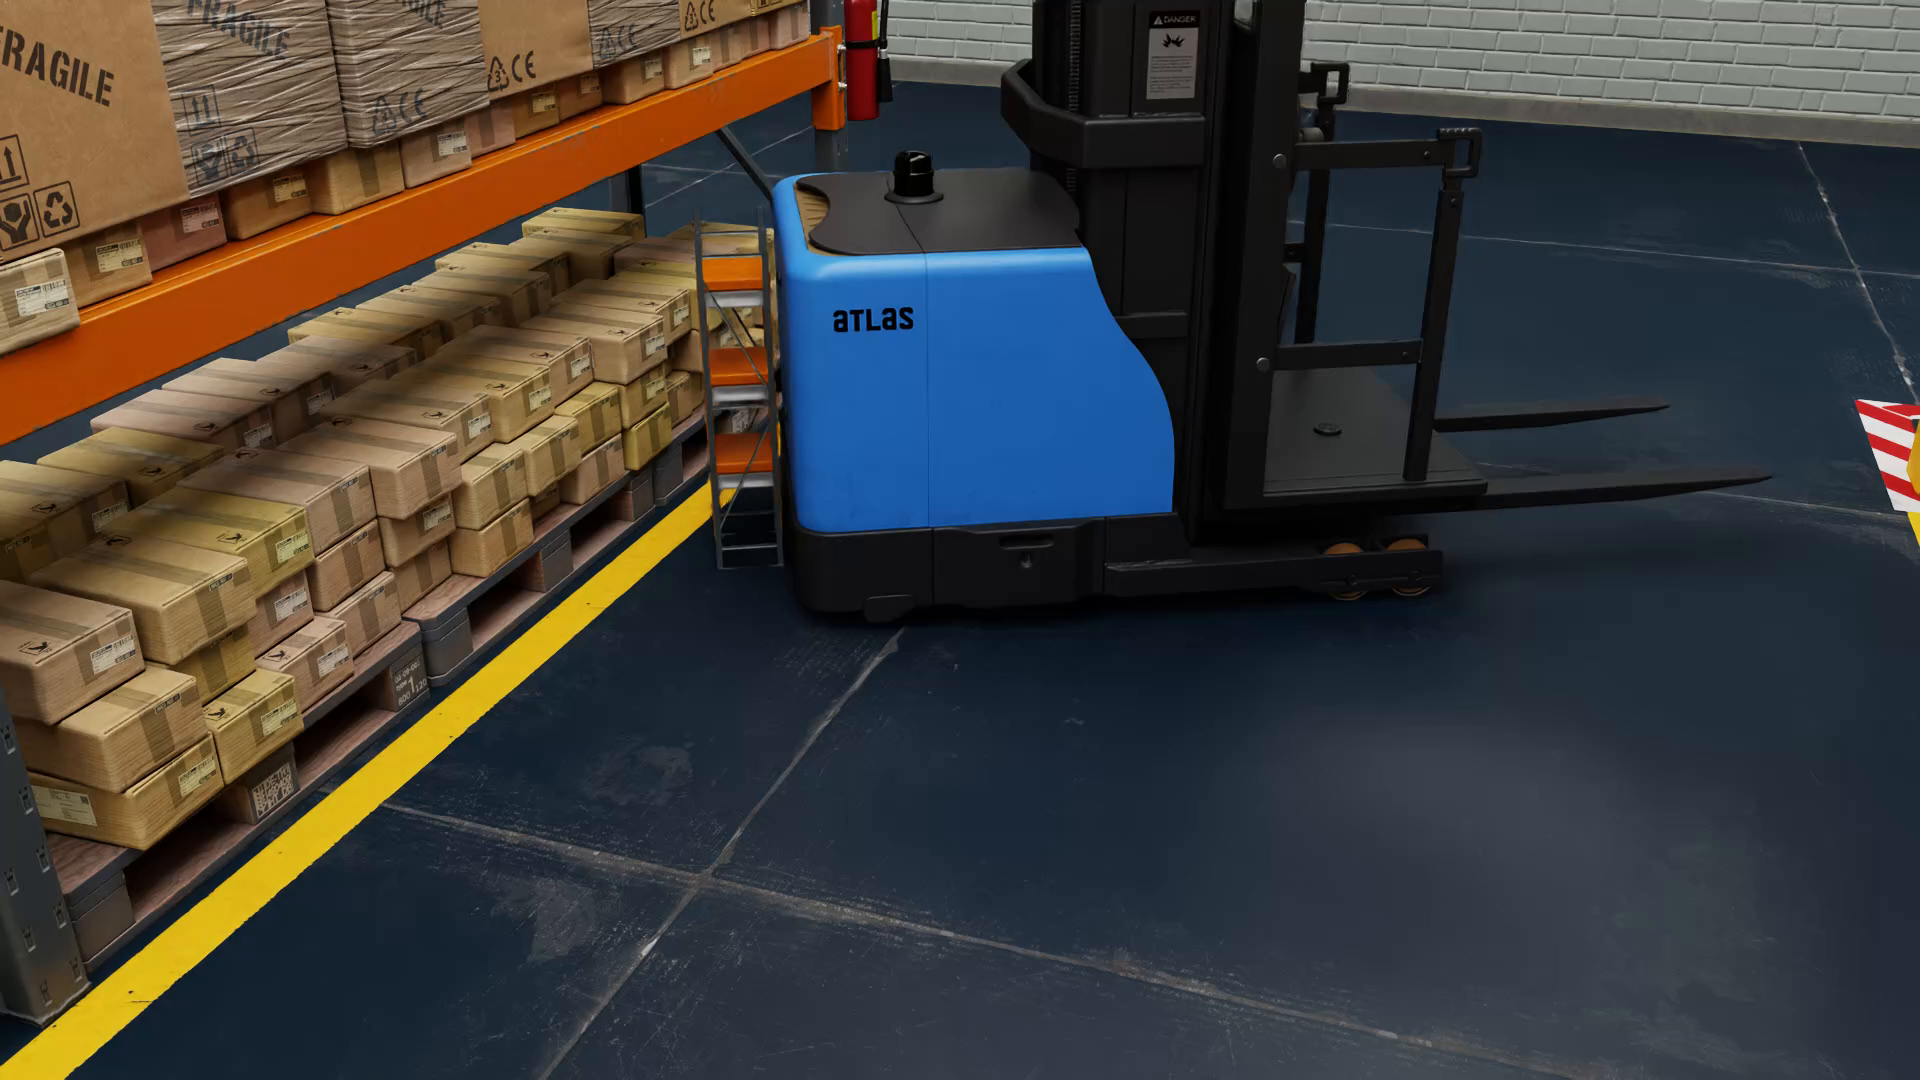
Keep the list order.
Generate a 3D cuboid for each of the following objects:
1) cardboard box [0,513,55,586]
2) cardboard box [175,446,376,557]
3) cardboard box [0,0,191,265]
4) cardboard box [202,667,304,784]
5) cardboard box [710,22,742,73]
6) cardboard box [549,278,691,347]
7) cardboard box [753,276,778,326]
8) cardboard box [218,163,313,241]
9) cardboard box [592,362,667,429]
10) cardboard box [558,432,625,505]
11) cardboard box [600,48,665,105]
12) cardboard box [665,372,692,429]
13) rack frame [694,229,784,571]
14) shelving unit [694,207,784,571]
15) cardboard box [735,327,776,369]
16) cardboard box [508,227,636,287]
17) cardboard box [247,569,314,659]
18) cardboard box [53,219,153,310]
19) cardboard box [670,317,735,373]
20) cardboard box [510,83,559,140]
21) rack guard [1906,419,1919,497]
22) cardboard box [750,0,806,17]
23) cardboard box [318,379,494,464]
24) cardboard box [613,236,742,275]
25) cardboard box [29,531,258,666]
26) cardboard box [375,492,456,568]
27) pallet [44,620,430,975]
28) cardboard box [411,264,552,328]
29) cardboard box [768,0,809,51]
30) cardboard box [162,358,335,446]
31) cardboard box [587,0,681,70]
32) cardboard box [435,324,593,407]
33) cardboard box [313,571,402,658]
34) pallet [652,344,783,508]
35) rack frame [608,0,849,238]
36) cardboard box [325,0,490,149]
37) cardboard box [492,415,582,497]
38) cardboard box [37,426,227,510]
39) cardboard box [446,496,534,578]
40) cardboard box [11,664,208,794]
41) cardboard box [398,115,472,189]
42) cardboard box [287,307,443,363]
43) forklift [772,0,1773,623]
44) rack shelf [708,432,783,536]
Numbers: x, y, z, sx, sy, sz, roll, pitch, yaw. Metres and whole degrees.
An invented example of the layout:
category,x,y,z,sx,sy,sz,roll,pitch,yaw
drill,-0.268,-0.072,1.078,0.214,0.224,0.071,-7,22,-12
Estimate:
category,x,y,z,sx,sy,sz,roll,pitch,yaw
cardboard box,-2.330,0.044,3.823,0.380,0.149,0.250,9,27,18
cardboard box,-1.690,-0.099,4.119,0.380,0.149,0.250,8,27,16
cardboard box,-1.848,-0.833,3.073,0.500,0.500,0.500,8,27,16
cardboard box,-1.737,0.394,3.783,0.380,0.149,0.250,10,27,19
cardboard box,-0.948,-1.641,5.486,0.380,0.149,0.250,8,27,17
cardboard box,-1.106,-0.733,5.430,0.380,0.149,0.250,8,27,15
cardboard box,-0.826,-0.913,6.141,0.380,0.149,0.250,8,27,16
cardboard box,-1.696,-0.788,3.724,0.380,0.149,0.250,8,27,15
cardboard box,-1.157,-0.484,5.256,0.380,0.149,0.250,9,27,18
cardboard box,-1.262,-0.247,5.108,0.380,0.149,0.250,9,27,18
cardboard box,-1.127,-1.429,5.047,0.380,0.149,0.250,8,27,15
cardboard box,-1.127,-0.471,5.569,0.380,0.149,0.250,9,27,18
rack frame,-0.638,-0.387,4.844,0.200,1.050,0.008,-4,26,-7
shelving unit,-0.656,-0.439,4.953,0.215,1.050,0.252,-4,26,-7
cardboard box,-0.888,-0.670,5.981,0.380,0.149,0.250,10,27,19
cardboard box,-1.392,-1.008,5.997,0.380,0.149,0.250,9,27,18
cardboard box,-1.781,0.148,3.950,0.380,0.149,0.250,9,27,17
cardboard box,-1.831,-0.560,3.253,0.380,0.149,0.250,10,27,19
cardboard box,-0.997,-0.699,5.699,0.380,0.149,0.250,8,27,15
cardboard box,-1.346,-1.215,4.606,0.380,0.149,0.250,9,27,18
rack guard,3.790,-0.340,5.378,1.175,0.500,0.348,9,27,17
cardboard box,-0.826,-2.088,5.664,0.500,0.500,0.500,9,27,18
cardboard box,-1.515,-0.315,4.566,0.380,0.149,0.250,8,27,15
cardboard box,-0.994,-0.956,5.888,0.380,0.149,0.250,9,27,18
cardboard box,-1.793,0.123,3.661,0.380,0.149,0.250,10,28,20
cardboard box,-1.575,-0.072,4.405,0.380,0.149,0.250,10,28,20
pallet,-2.060,0.487,4.003,1.003,0.211,1.213,9,27,17
cardboard box,-1.601,-0.809,5.586,0.380,0.149,0.250,7,27,15
cardboard box,-0.761,-1.843,5.903,0.380,0.149,0.250,9,27,18
cardboard box,-2.013,-0.392,4.724,0.380,0.149,0.250,8,27,16
cardboard box,-1.162,-1.667,4.796,0.500,0.500,0.500,9,27,18
cardboard box,-1.336,-0.523,4.994,0.380,0.149,0.250,8,27,16
cardboard box,-1.666,0.173,4.240,0.380,0.149,0.250,8,27,16
pallet,-1.248,-0.516,6.074,1.003,0.211,1.213,9,27,17
rack frame,-0.919,-2.131,6.210,1.000,3.000,0.127,9,27,17
cardboard box,-1.488,-1.239,3.912,0.500,0.500,0.500,8,27,16
cardboard box,-1.325,-0.264,4.802,0.380,0.149,0.250,9,27,18
cardboard box,-2.094,-0.154,4.234,0.380,0.149,0.250,10,27,19
cardboard box,-1.433,-0.035,4.671,0.380,0.149,0.250,8,27,16
cardboard box,-1.828,0.370,3.491,0.380,0.149,0.250,10,28,20
cardboard box,-1.455,-0.991,4.144,0.380,0.149,0.250,10,28,20
cardboard box,-1.833,-0.595,5.144,0.380,0.149,0.250,9,27,18
forklift,0.973,-1.365,4.707,3.031,2.935,1.130,-4,26,-7
rack shelf,-0.656,-0.180,5.078,0.215,0.259,0.240,-4,26,-7
